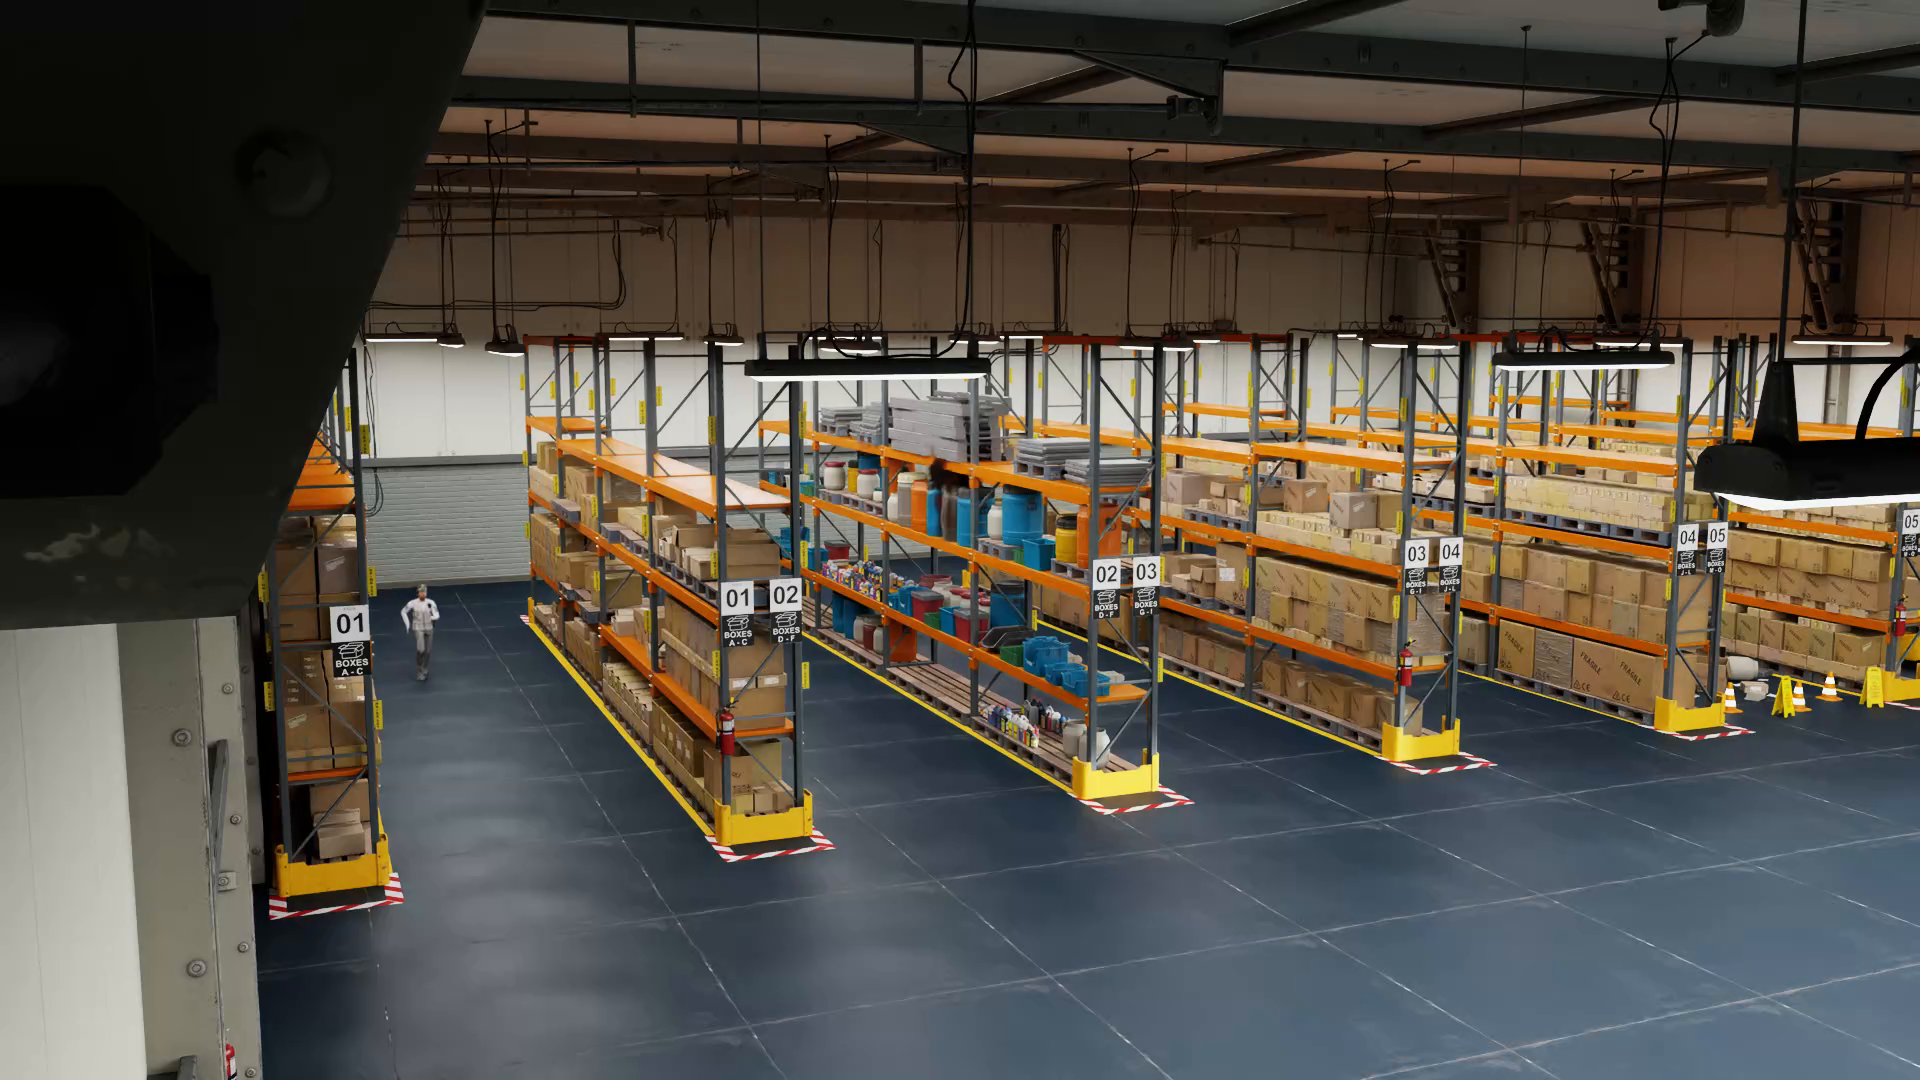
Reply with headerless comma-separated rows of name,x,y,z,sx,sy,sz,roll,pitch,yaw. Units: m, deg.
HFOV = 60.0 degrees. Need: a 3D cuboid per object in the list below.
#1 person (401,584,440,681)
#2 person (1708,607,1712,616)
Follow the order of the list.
person,-9.447,1.616,29.234,0.591,1.718,0.686,-5,9,-32
person,15.361,1.055,33.911,0.680,1.580,0.962,-7,10,-43
